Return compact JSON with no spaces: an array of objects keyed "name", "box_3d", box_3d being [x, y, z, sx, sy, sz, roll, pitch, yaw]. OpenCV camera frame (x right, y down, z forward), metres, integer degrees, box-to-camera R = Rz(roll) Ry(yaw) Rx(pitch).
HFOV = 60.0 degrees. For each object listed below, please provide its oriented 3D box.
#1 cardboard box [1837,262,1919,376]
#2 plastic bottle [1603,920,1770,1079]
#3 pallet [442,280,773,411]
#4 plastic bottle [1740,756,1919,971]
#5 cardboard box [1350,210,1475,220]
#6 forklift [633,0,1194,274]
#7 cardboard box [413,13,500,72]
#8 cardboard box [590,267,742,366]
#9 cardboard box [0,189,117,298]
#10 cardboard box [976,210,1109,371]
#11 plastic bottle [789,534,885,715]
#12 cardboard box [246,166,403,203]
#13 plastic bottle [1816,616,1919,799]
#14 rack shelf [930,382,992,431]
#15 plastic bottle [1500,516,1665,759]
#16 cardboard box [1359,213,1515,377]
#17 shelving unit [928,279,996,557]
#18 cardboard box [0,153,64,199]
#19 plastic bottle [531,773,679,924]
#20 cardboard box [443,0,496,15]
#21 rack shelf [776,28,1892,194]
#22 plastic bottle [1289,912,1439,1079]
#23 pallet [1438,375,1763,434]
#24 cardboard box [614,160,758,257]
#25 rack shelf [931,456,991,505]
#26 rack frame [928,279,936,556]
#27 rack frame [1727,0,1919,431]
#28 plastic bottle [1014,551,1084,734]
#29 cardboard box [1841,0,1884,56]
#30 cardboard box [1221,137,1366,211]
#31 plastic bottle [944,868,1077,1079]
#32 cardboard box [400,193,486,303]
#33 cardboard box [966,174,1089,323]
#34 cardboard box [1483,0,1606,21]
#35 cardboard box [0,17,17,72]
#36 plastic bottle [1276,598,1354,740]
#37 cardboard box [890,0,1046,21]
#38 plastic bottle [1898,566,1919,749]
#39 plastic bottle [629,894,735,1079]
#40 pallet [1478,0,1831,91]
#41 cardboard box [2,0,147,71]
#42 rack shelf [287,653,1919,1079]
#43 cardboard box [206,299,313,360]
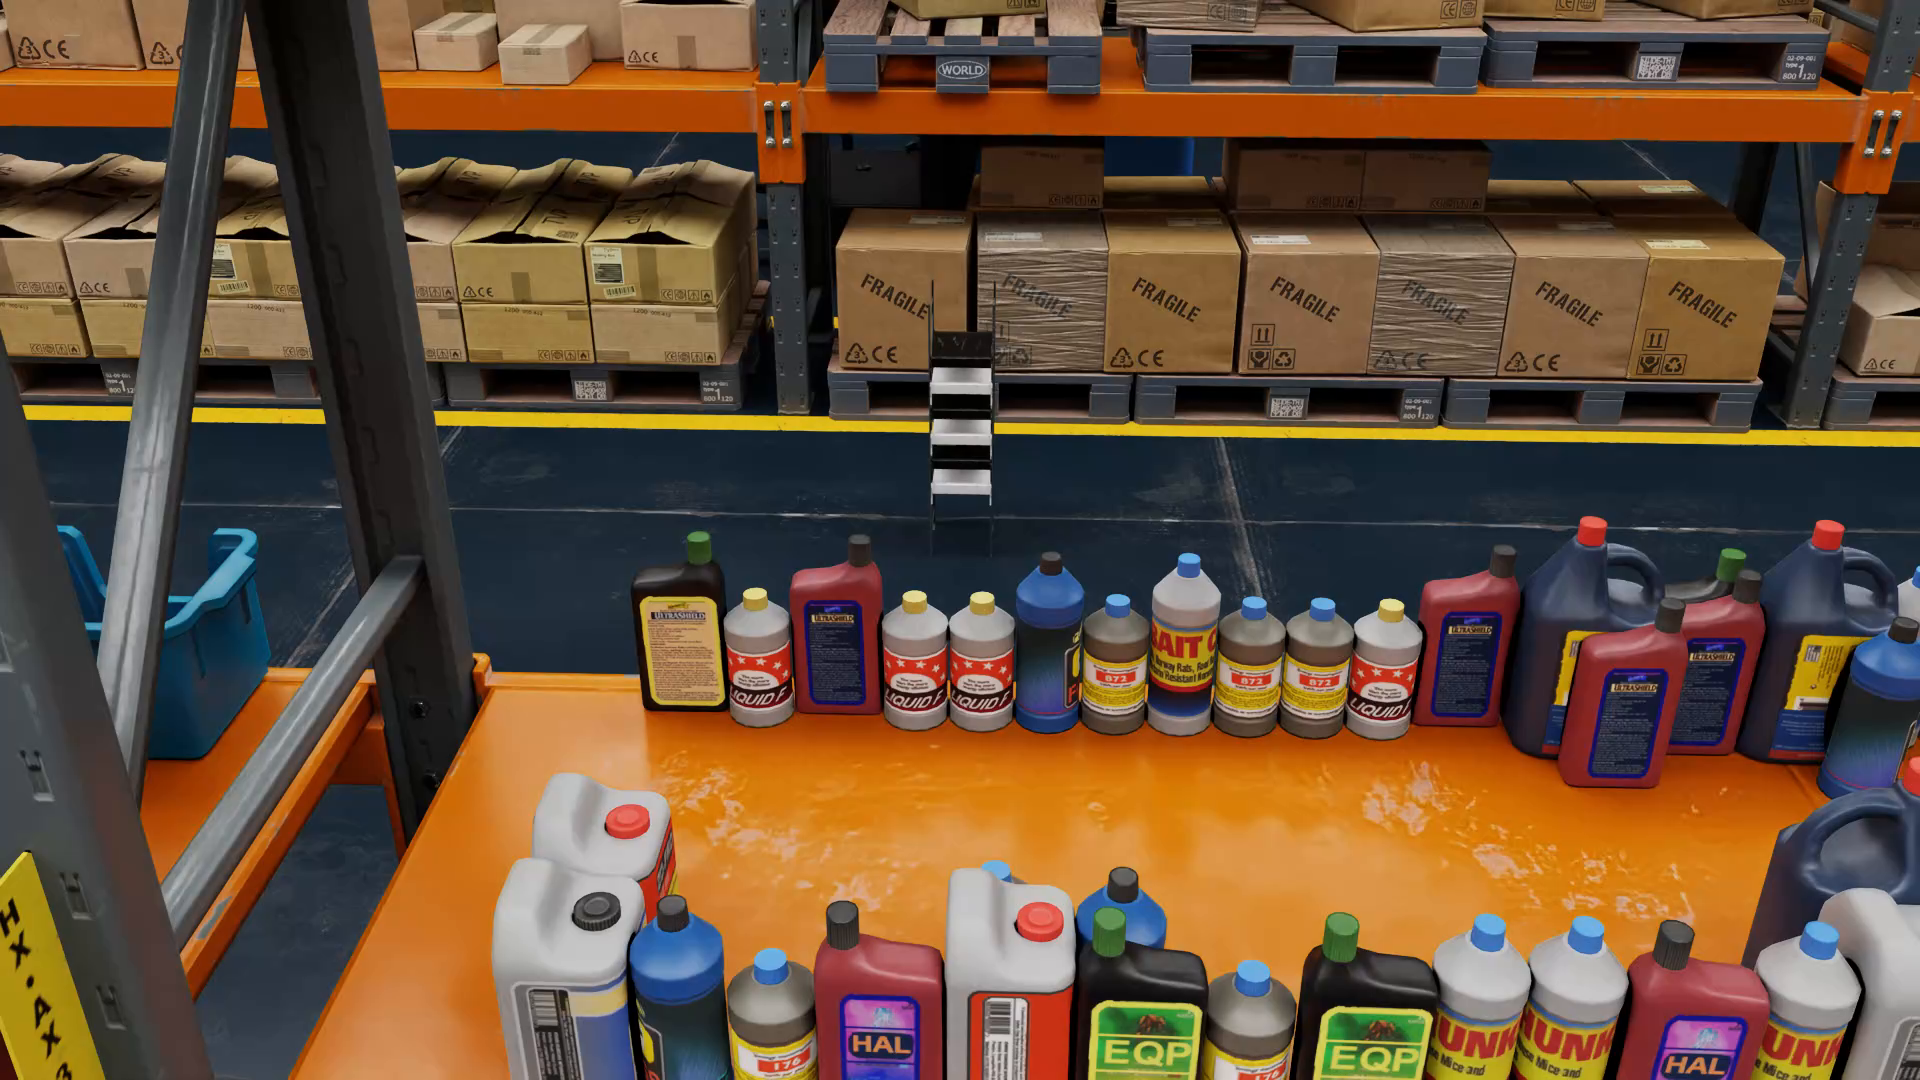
[{"name":"cardboard box","box_3d":[3.758,-0.890,6.626,0.500,0.311,0.500,1,28,2]},{"name":"plastic bottle","box_3d":[0.744,0.511,1.707,0.133,0.283,0.061,1,28,2]},{"name":"pallet","box_3d":[-1.473,-0.857,7.142,1.213,0.211,1.003,1,28,2]},{"name":"plastic bottle","box_3d":[1.008,0.395,1.854,0.185,0.351,0.144,1,28,2]},{"name":"cardboard box","box_3d":[1.839,-1.219,7.046,0.500,0.500,0.500,1,28,2]},{"name":"forklift","box_3d":[-0.364,-2.841,7.980,3.031,2.935,1.130,1,28,3]},{"name":"cardboard box","box_3d":[-1.928,-1.941,6.477,0.250,0.149,0.380,3,28,6]},{"name":"cardboard box","box_3d":[-1.186,-0.923,6.775,0.500,0.250,0.500,2,28,3]},{"name":"cardboard box","box_3d":[-3.744,-1.208,6.715,0.500,0.311,0.500,1,28,1]},{"name":"cardboard box","box_3d":[0.317,-1.000,6.633,0.500,0.500,0.500,0,28,0]},{"name":"plastic bottle","box_3d":[-0.180,0.123,2.439,0.133,0.283,0.061,1,28,2]},{"name":"cardboard box","box_3d":[-2.713,-1.444,7.161,0.500,0.311,0.500,1,28,1]},{"name":"plastic bottle","box_3d":[1.247,0.228,2.254,0.097,0.271,0.097,0,28,0]},{"name":"rack shelf","box_3d":[0.008,-0.448,5.512,0.200,0.077,0.258,1,28,2]},{"name":"plastic bottle","box_3d":[0.889,0.131,2.353,0.185,0.351,0.144,1,28,2]},{"name":"cardboard box","box_3d":[1.848,-0.976,6.587,0.500,0.500,0.500,1,28,2]},{"name":"shelving unit","box_3d":[0.008,-0.397,5.539,0.210,0.900,0.258,1,28,2]},{"name":"cardboard box","box_3d":[-4.234,-1.470,7.208,0.500,0.311,0.500,1,28,2]},{"name":"plastic bottle","box_3d":[-0.403,0.403,1.919,0.135,0.276,0.152,1,28,2]},{"name":"cardboard box","box_3d":[-3.223,-3.543,11.430,0.500,0.500,0.700,0,28,1]},{"name":"rack shelf","box_3d":[1.347,-1.707,6.535,4.000,0.370,1.077,1,28,2]},{"name":"plastic bottle","box_3d":[0.417,0.506,1.717,0.133,0.283,0.061,1,28,2]},{"name":"pallet","box_3d":[2.532,-0.755,6.949,1.213,0.211,1.003,1,28,2]},{"name":"cardboard box","box_3d":[-1.164,-1.422,7.119,0.500,0.311,0.500,2,28,4]},{"name":"rack shelf","box_3d":[0.008,-0.209,5.639,0.200,0.077,0.258,1,28,2]},{"name":"rack frame","box_3d":[-0.093,-0.399,5.542,0.006,0.900,0.240,1,28,2]},{"name":"rack frame","box_3d":[3.346,-1.991,6.304,0.127,3.000,1.000,1,28,2]},{"name":"plastic bottle","box_3d":[0.129,0.142,2.416,0.097,0.271,0.097,0,28,0]},{"name":"cardboard box","box_3d":[3.855,-2.147,6.491,0.500,0.500,0.500,1,28,3]},{"name":"cardboard box","box_3d":[1.371,-1.559,6.887,0.500,0.250,0.500,0,28,1]},{"name":"plastic bottle","box_3d":[0.054,0.482,1.771,0.135,0.276,0.152,1,28,2]},{"name":"cardboard box","box_3d":[-2.207,-1.184,6.670,0.500,0.311,0.500,1,28,1]},{"name":"cardboard box","box_3d":[0.292,-1.242,7.089,0.500,0.500,0.500,2,28,4]},{"name":"cardboard box","box_3d":[2.191,-2.315,6.360,0.500,0.500,0.700,5,28,10]},{"name":"cardboard box","box_3d":[-3.770,-1.902,6.404,0.250,0.149,0.380,1,28,2]},{"name":"plastic bottle","box_3d":[0.519,0.180,2.420,0.097,0.201,0.097,0,28,0]},{"name":"cardboard box","box_3d":[-0.018,-2.330,6.387,0.500,0.500,0.700,-8,29,-15]},{"name":"plastic bottle","box_3d":[1.349,0.163,2.378,0.097,0.271,0.097,0,28,0]},{"name":"plastic bottle","box_3d":[-0.294,0.491,1.758,0.097,0.271,0.097,0,28,0]},{"name":"pallet","box_3d":[2.551,-1.971,6.470,1.213,0.211,1.003,1,28,2]},{"name":"cardboard box","box_3d":[-3.355,-2.139,6.475,0.500,0.500,0.500,3,28,5]},{"name":"rack shelf","box_3d":[1.169,0.612,2.161,4.000,0.370,1.077,1,28,2]},{"name":"cardboard box","box_3d":[-2.718,-0.946,6.820,0.500,0.250,0.500,1,28,3]}]
